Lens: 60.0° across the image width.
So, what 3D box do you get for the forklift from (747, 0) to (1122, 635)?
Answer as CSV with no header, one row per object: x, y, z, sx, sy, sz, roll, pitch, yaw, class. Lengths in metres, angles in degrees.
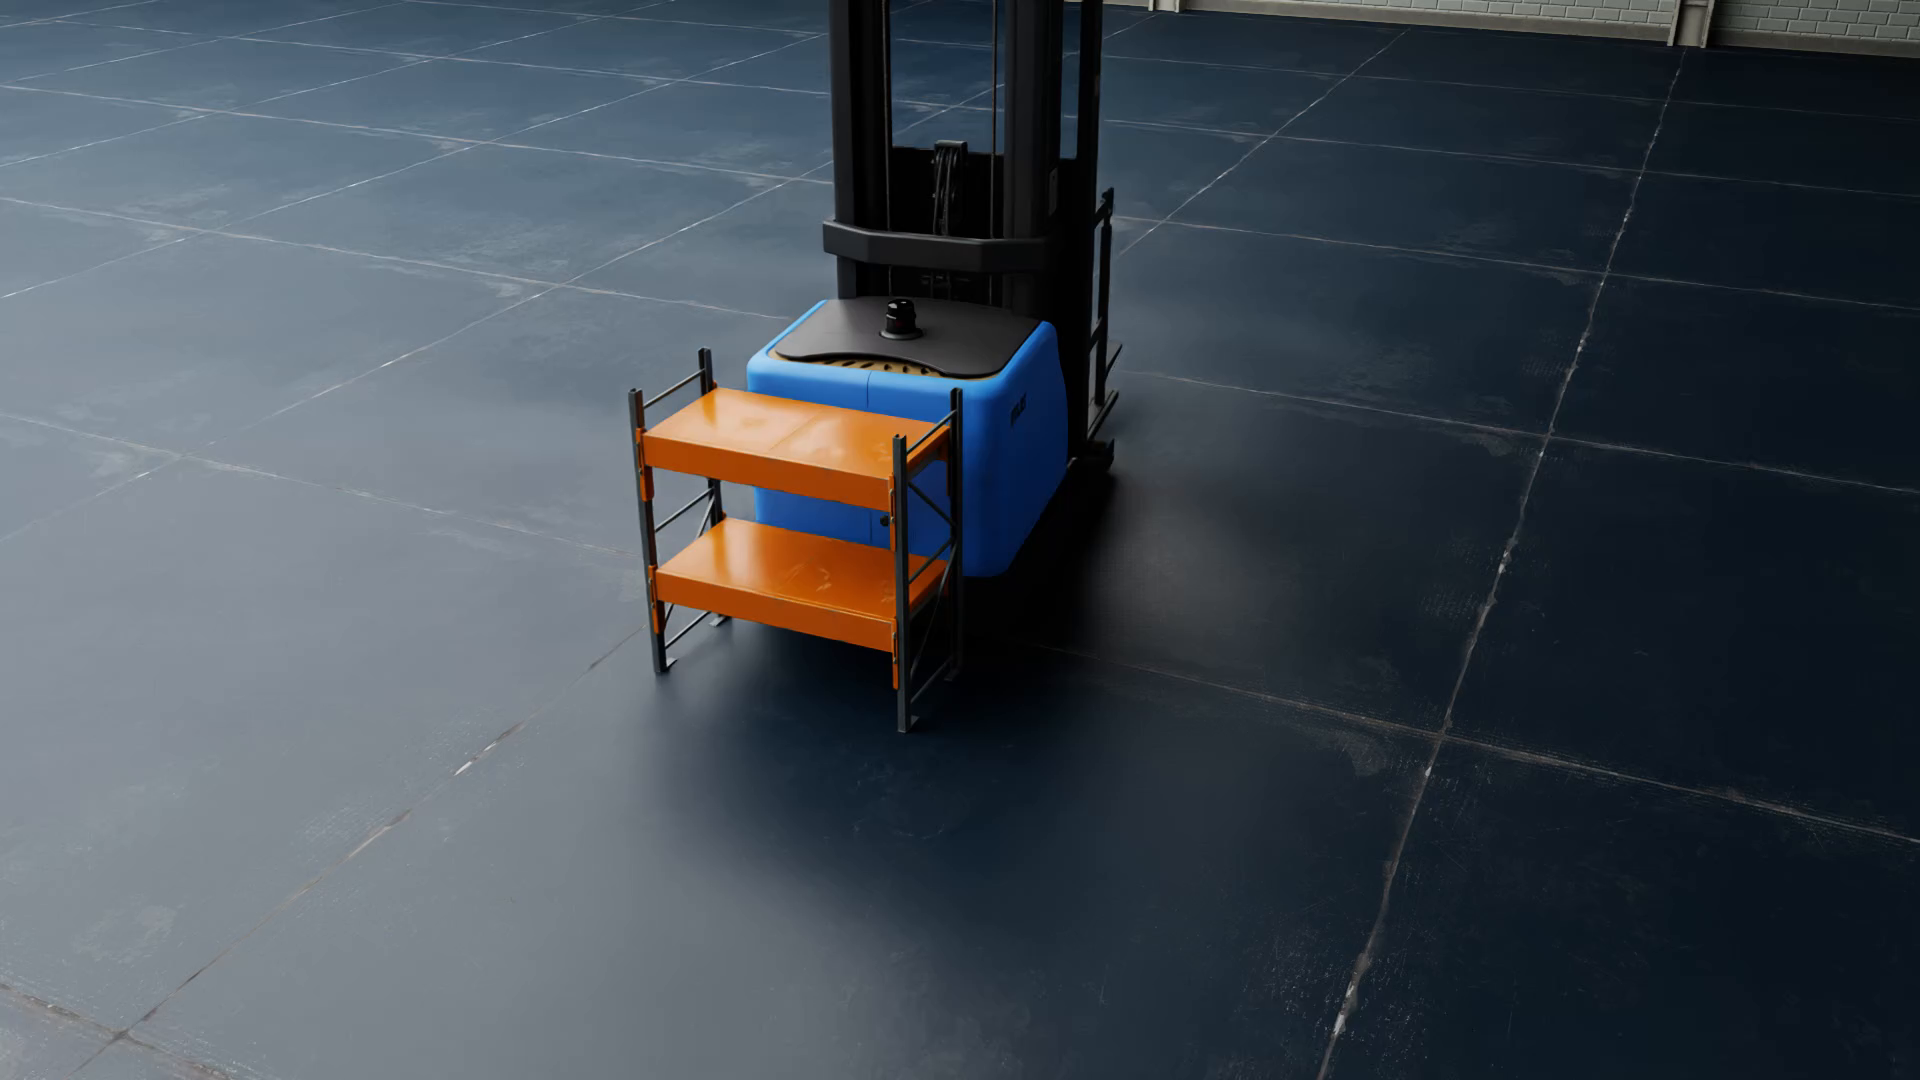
0.100,-1.582,7.145,1.130,2.935,3.031,8,27,15,forklift

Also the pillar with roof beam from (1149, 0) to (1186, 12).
0.789,-8.875,15.088,0.400,9.000,9.100,11,28,22,pillar with roof beam

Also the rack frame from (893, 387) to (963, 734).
-0.104,0.075,5.823,0.032,1.125,0.500,11,28,21,rack frame

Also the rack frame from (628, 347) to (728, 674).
-1.034,-0.106,6.191,0.032,1.125,0.500,11,28,21,rack frame

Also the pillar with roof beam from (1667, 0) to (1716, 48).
6.251,-7.778,12.860,0.400,9.000,9.100,11,28,22,pillar with roof beam

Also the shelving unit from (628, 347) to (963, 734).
-0.569,-0.015,6.007,1.048,1.125,0.538,11,28,21,shelving unit

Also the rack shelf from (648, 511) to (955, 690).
-0.569,0.204,6.115,1.000,0.278,0.538,11,28,21,rack shelf

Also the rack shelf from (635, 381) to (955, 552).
-0.569,-0.278,5.877,1.000,0.278,0.538,11,28,21,rack shelf
